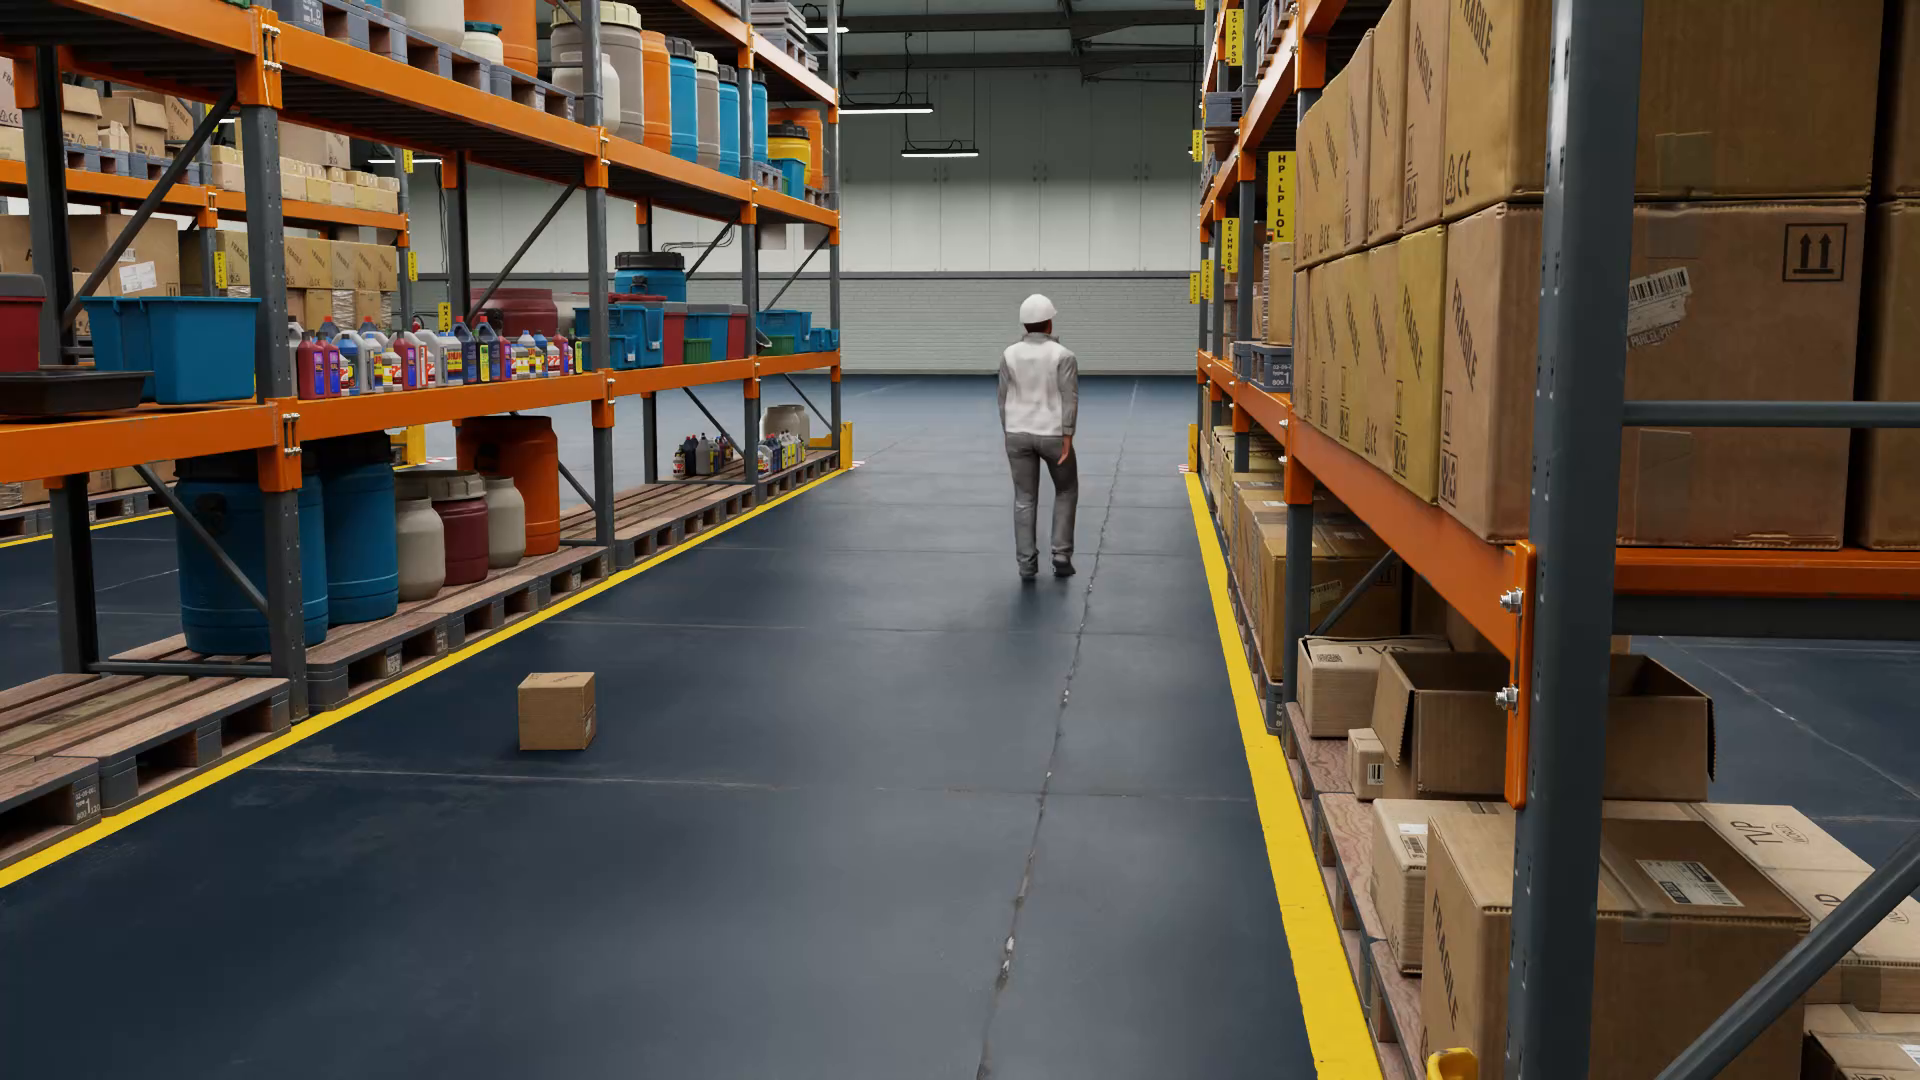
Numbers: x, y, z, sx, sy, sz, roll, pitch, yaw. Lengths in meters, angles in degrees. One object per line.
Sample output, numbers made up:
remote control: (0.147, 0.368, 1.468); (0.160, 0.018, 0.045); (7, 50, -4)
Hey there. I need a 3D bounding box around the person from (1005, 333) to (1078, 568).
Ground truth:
person: (0.510, -0.581, 10.564); (0.448, 1.464, 0.515); (2, 8, 15)
